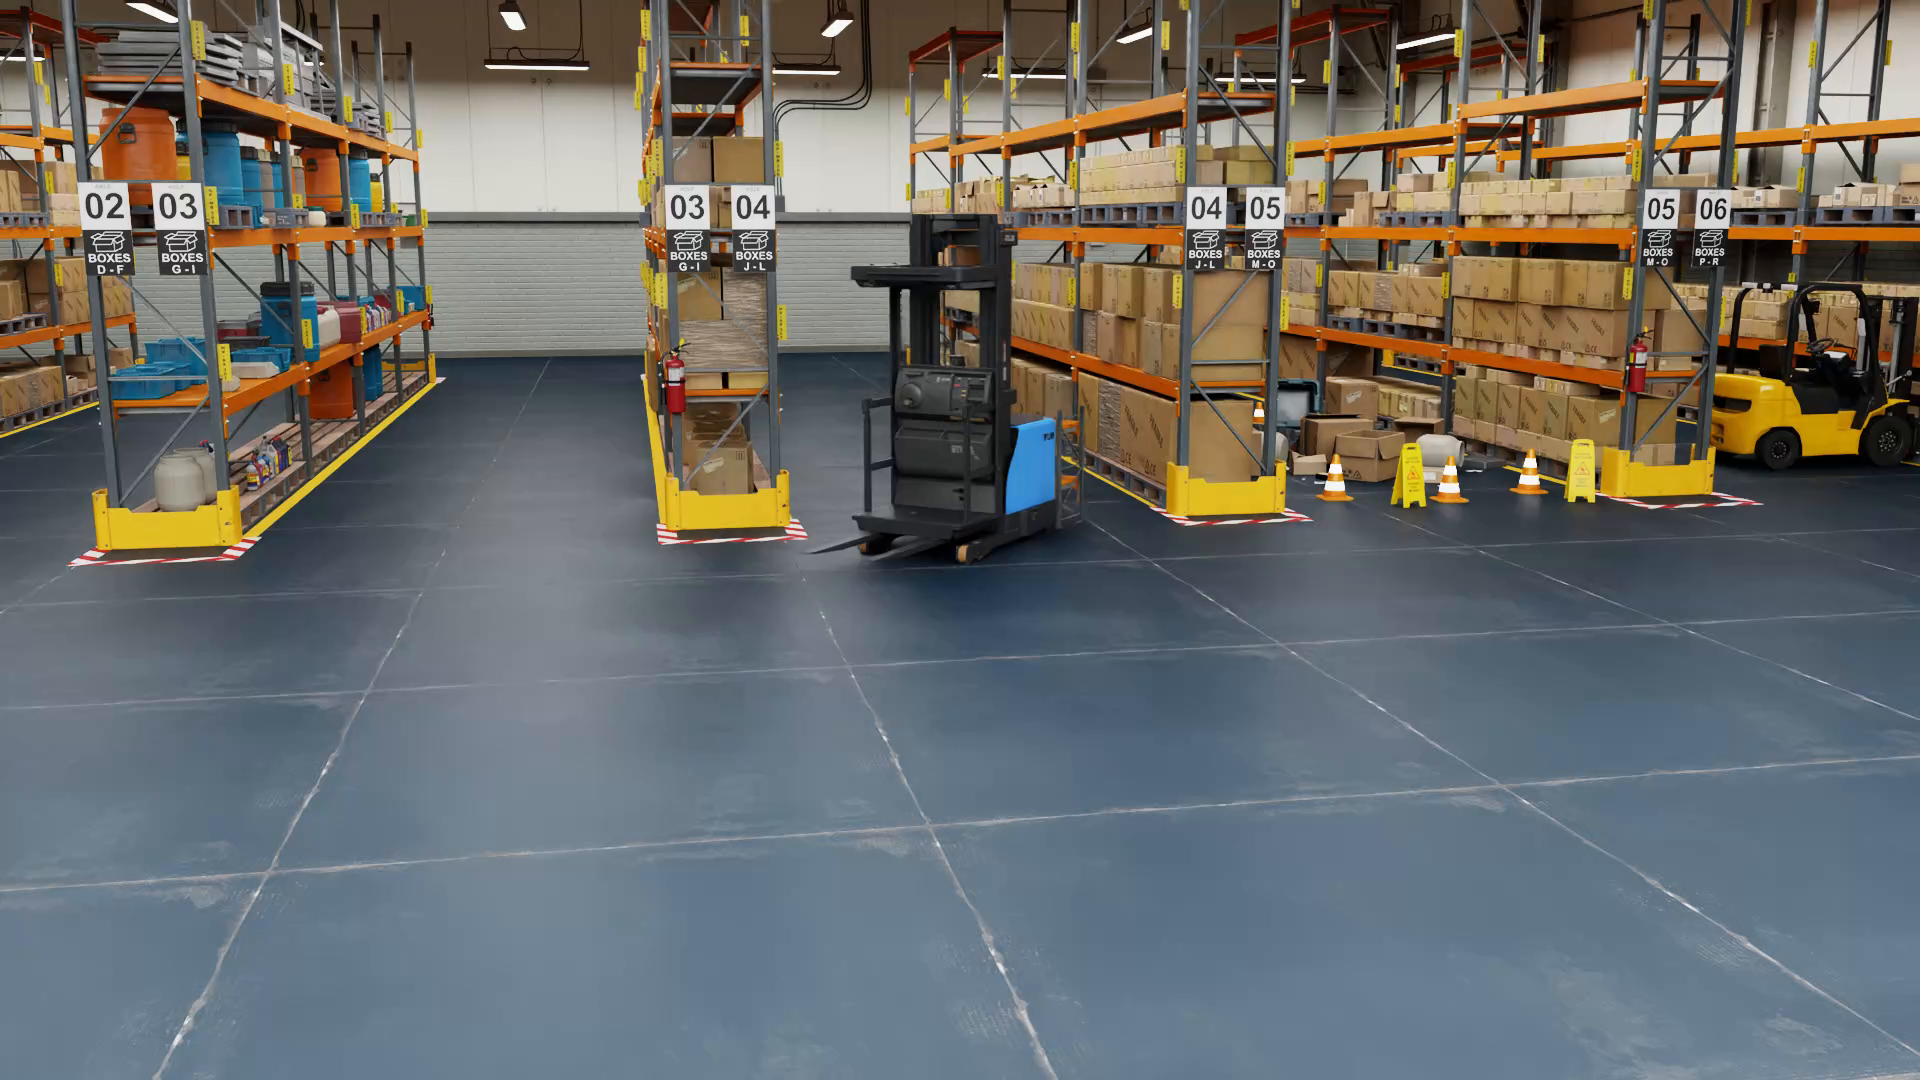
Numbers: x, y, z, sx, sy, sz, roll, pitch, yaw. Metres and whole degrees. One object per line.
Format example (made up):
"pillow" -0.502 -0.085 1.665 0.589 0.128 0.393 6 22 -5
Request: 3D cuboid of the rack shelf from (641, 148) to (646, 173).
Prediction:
"rack shelf" -4.940 -6.567 28.680 1.077 0.370 4.000 -2 11 -11

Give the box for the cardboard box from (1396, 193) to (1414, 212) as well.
"cardboard box" 6.279 -4.591 22.603 0.500 0.250 0.500 -2 11 -10

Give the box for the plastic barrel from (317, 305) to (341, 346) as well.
"plastic barrel" -8.222 -2.763 21.447 0.421 0.512 0.421 0 11 0

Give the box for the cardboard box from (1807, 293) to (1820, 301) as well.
"cardboard box" 11.398 -3.177 21.918 0.380 0.149 0.250 -2 11 -12

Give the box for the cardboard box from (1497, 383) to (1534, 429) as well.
"cardboard box" 6.791 -1.609 19.908 0.500 0.500 0.500 -2 11 -8

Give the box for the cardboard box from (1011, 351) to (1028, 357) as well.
"cardboard box" 0.722 -2.694 24.938 0.500 0.250 0.500 -2 11 -12

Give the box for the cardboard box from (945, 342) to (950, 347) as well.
"cardboard box" -0.100 -3.661 31.370 0.380 0.149 0.250 -2 11 -10

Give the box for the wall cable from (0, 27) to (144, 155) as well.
"wall cable" -18.001 -9.048 33.517 3.097 2.526 0.112 -2 11 -11

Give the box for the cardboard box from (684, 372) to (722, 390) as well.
"cardboard box" -2.475 -1.524 15.904 0.380 0.149 0.250 -2 11 -11

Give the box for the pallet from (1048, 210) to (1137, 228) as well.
"pallet" 1.663 -4.044 20.962 0.805 0.209 1.217 -3 11 -13

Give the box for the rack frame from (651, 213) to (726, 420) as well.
"rack frame" -3.773 -3.069 23.354 1.000 3.000 0.127 -2 11 -11

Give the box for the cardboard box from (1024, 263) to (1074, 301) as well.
"cardboard box" 1.289 -3.596 23.180 0.700 0.500 0.500 -2 11 -12

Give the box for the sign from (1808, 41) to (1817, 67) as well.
"sign" 11.064 -6.300 21.575 0.100 0.325 0.005 -2 11 -11

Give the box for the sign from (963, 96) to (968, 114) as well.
"sign" 0.104 -8.199 31.337 0.100 0.325 0.005 -2 11 -11

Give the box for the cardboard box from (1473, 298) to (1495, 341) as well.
"cardboard box" 6.658 -2.709 20.400 0.500 0.500 0.500 -2 11 -11

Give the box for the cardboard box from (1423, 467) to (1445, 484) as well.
"cardboard box" 5.268 -0.729 18.682 0.380 0.149 0.250 4 11 18

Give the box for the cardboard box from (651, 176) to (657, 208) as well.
"cardboard box" -3.734 -4.557 21.543 0.500 0.500 0.500 -2 11 -13

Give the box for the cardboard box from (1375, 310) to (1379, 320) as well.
"cardboard box" 6.109 -3.198 23.581 0.380 0.149 0.250 -2 11 -9

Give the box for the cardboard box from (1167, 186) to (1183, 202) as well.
"cardboard box" 2.271 -3.418 16.446 0.380 0.149 0.250 -2 11 -11

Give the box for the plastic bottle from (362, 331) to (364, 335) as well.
"plastic bottle" -8.470 -3.034 23.481 0.061 0.283 0.133 -2 11 -11

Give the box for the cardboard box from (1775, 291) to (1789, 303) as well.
"cardboard box" 11.310 -3.300 22.562 0.380 0.149 0.250 -2 11 -9

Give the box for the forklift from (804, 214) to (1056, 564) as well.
"forklift" -0.248 -1.331 14.406 1.130 2.935 3.031 6 12 28

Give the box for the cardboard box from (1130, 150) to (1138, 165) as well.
"cardboard box" 2.023 -4.044 17.601 0.380 0.149 0.250 -2 11 -12

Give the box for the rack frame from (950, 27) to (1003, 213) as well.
"rack frame" 0.334 -6.912 27.498 1.000 3.000 0.127 -2 11 -11

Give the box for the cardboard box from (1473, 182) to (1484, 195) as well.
"cardboard box" 6.546 -4.322 20.451 0.380 0.149 0.250 -2 11 -9

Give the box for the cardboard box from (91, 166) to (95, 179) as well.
"cardboard box" -14.917 -6.003 27.801 0.700 0.500 0.500 -2 11 -11

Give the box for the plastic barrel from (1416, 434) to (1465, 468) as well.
"plastic barrel" 5.617 -1.021 19.481 0.512 0.421 0.421 6 12 28

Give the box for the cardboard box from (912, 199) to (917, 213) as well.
"cardboard box" -0.612 -6.252 31.118 0.500 0.250 0.500 -2 11 -10

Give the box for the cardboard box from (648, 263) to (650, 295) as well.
"cardboard box" -4.903 -4.319 27.517 0.500 0.500 0.500 -2 11 -9

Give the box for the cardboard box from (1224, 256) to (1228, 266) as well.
"cardboard box" 4.807 -4.780 29.401 0.500 0.500 0.500 -2 11 -11

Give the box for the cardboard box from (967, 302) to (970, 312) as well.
"cardboard box" 0.321 -3.623 25.813 0.380 0.149 0.250 -2 11 -9

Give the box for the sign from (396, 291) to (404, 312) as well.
"sign" -8.869 -3.779 26.340 0.100 0.325 0.005 -2 11 -11

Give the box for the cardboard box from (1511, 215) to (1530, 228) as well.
"cardboard box" 6.711 -3.741 19.530 0.380 0.149 0.250 -2 11 -12

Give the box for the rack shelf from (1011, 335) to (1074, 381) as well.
"rack shelf" 1.501 -2.511 22.345 1.077 0.370 4.000 -2 11 -11

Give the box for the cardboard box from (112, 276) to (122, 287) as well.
"cardboard box" -14.591 -4.553 28.208 0.500 0.500 0.500 -2 11 -9

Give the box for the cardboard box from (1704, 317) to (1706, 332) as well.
"cardboard box" 10.962 -3.165 24.259 0.500 0.250 0.500 -2 11 -9

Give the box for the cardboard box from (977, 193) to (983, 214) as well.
"cardboard box" 0.548 -5.033 25.379 0.500 0.500 0.500 -2 11 -11

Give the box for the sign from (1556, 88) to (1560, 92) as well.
"sign" 10.581 -7.850 29.503 0.100 0.325 0.005 -2 11 -11

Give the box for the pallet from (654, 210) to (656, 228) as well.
"pallet" -3.215 -4.024 20.851 1.213 0.211 1.003 -2 11 -11

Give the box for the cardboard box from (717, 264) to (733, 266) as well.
"cardboard box" -2.147 -2.491 16.580 0.500 0.500 0.500 -2 11 -11

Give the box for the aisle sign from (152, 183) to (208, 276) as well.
"aisle sign" -6.774 -2.697 14.443 0.394 0.787 0.004 -2 11 -11

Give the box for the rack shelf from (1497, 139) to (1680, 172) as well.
"rack shelf" 10.427 -6.375 27.671 1.077 0.370 4.000 -2 11 -11

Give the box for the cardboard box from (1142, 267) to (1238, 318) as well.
"cardboard box" 2.461 -2.643 17.824 0.875 0.550 0.550 -2 11 -11

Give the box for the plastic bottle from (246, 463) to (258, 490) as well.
"plastic bottle" -7.122 -0.642 16.720 0.097 0.271 0.097 0 11 0

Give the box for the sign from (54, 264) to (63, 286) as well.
"sign" -13.725 -4.033 25.321 0.100 0.325 0.005 -2 11 -11

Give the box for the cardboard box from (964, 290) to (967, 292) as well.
"cardboard box" 0.268 -3.965 26.015 0.380 0.149 0.250 -2 11 -9

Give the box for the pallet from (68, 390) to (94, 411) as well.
"pallet" -14.401 -2.200 26.242 1.003 0.211 1.213 -2 11 -11

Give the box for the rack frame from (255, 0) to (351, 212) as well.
"rack frame" -8.631 -5.836 21.847 1.000 3.000 0.127 -2 11 -11

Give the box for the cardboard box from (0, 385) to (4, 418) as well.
"cardboard box" -13.406 -1.888 22.655 0.500 0.500 0.500 -3 11 -13

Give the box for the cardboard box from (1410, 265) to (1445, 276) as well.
"cardboard box" 6.268 -3.619 22.320 0.380 0.149 0.250 -2 11 -13

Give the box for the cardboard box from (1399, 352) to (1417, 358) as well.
"cardboard box" 9.286 -3.943 33.495 0.797 0.503 0.637 -3 11 -13

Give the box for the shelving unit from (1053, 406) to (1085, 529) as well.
"shelving unit" 0.623 -0.748 16.169 1.048 1.125 0.538 7 13 31

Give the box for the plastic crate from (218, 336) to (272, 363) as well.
"plastic crate" -7.876 -2.025 18.031 0.767 0.338 0.504 -2 11 -11

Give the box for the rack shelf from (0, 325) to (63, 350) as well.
"rack shelf" -13.880 -2.723 23.460 1.077 0.370 4.000 -2 11 -11
